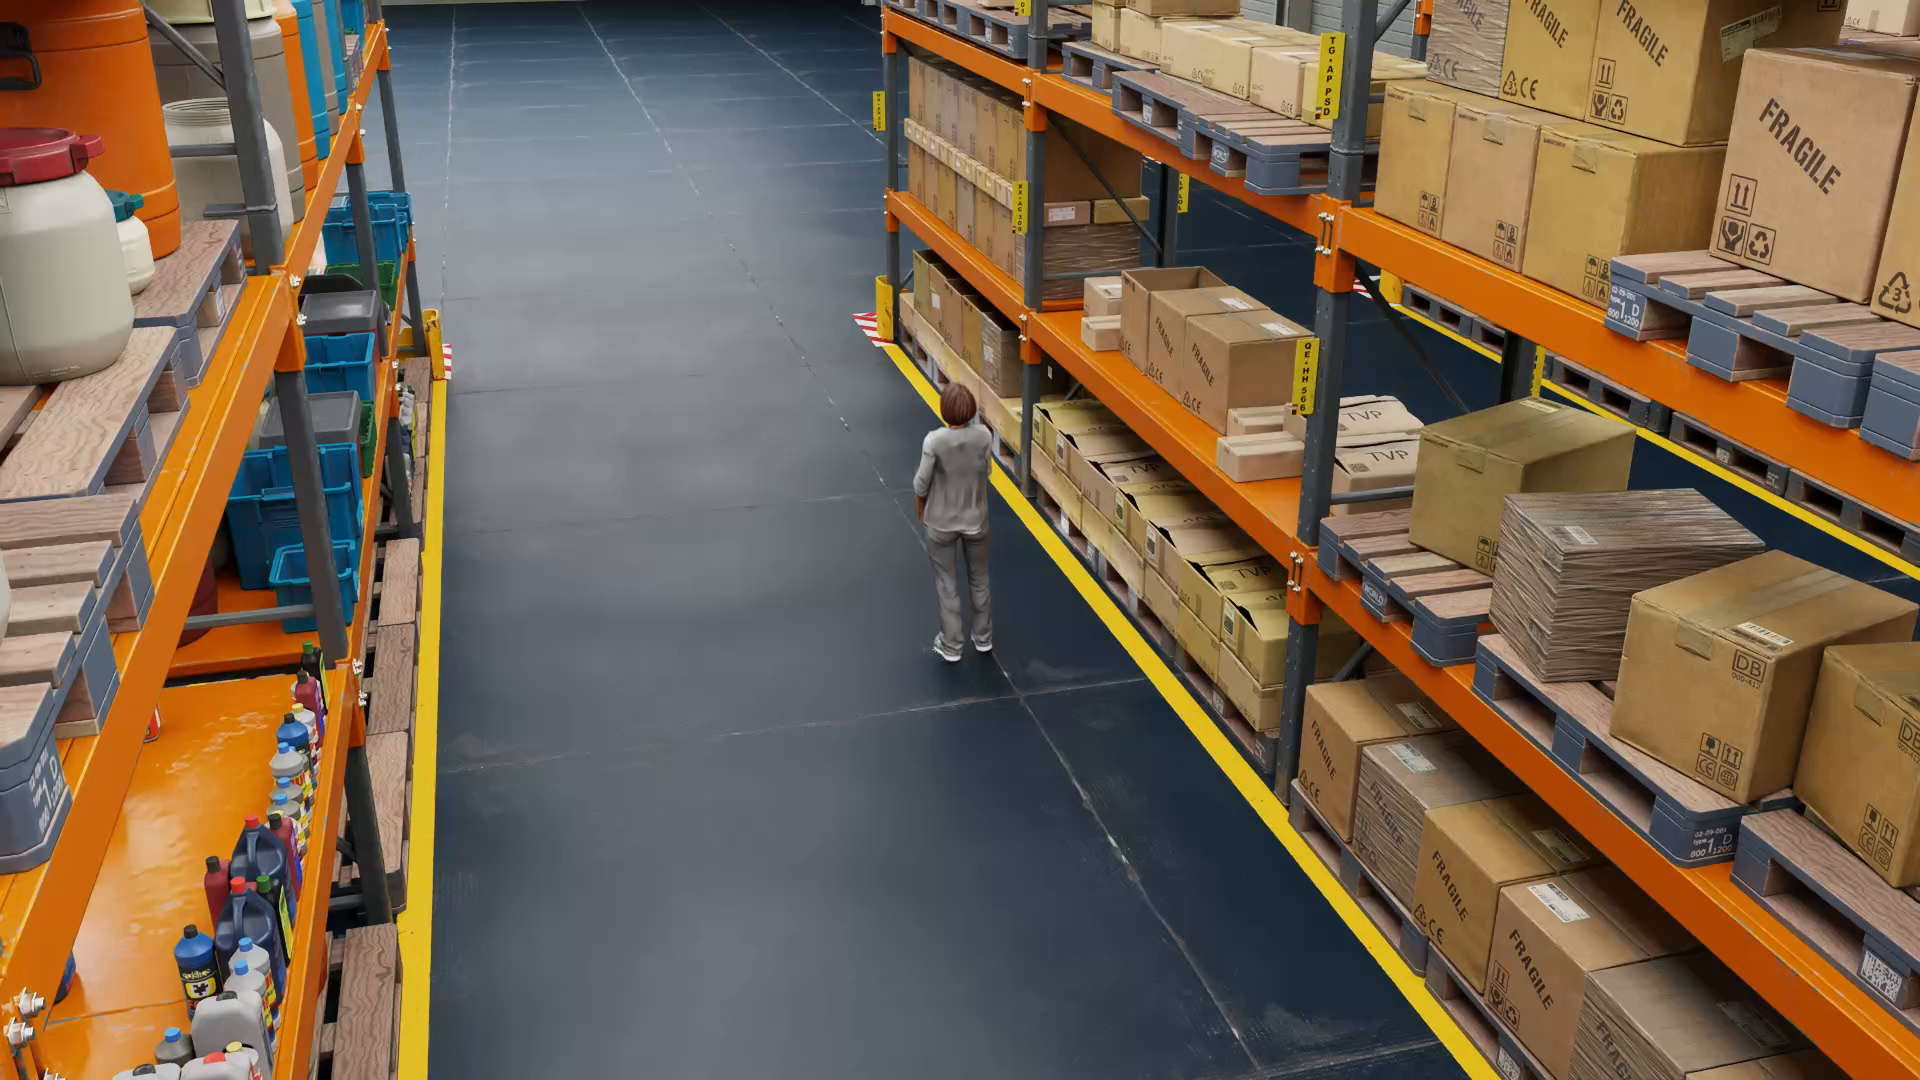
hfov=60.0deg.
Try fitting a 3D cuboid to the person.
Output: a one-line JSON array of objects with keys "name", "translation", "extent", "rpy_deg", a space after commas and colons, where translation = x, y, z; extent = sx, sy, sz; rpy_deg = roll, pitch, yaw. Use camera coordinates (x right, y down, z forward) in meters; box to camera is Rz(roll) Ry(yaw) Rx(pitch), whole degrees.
[{"name": "person", "translation": [-0.021, -0.109, 8.852], "extent": [0.456, 1.600, 0.444], "rpy_deg": [-6, 24, -14]}]
